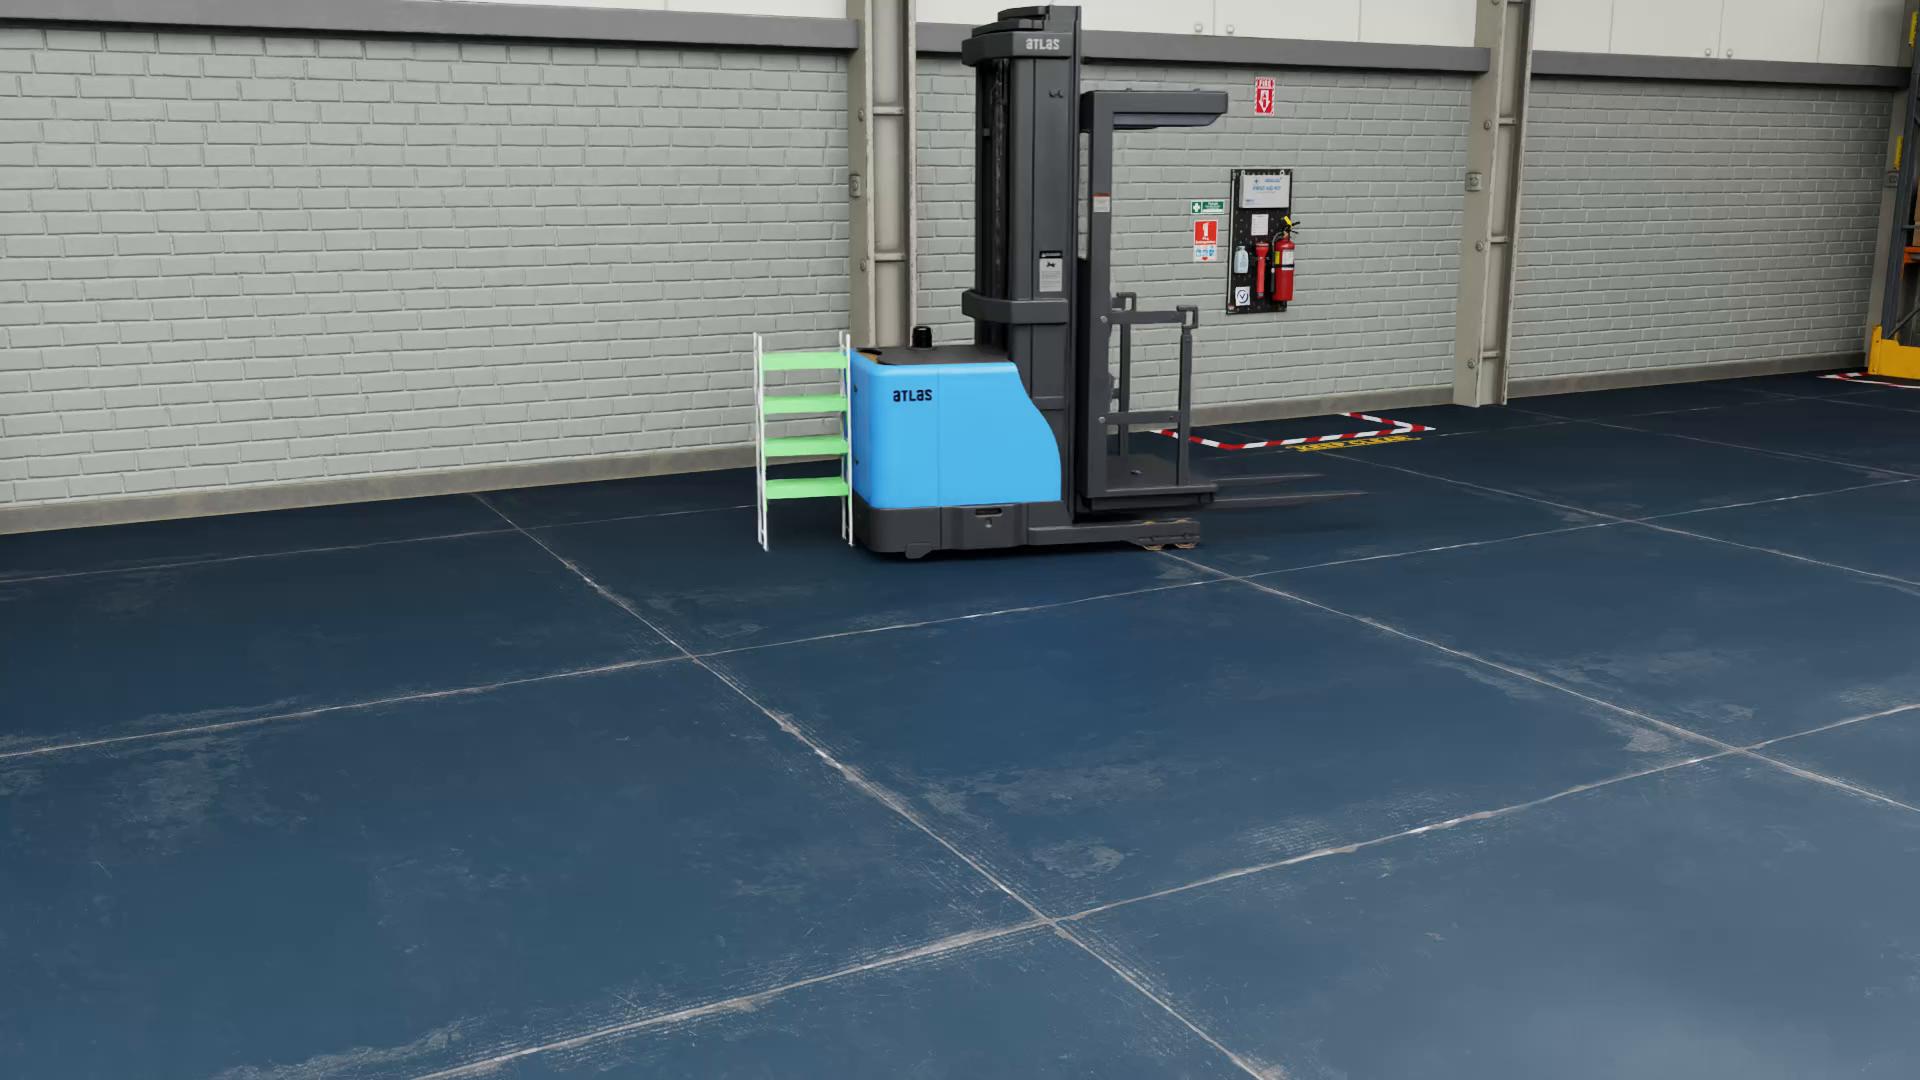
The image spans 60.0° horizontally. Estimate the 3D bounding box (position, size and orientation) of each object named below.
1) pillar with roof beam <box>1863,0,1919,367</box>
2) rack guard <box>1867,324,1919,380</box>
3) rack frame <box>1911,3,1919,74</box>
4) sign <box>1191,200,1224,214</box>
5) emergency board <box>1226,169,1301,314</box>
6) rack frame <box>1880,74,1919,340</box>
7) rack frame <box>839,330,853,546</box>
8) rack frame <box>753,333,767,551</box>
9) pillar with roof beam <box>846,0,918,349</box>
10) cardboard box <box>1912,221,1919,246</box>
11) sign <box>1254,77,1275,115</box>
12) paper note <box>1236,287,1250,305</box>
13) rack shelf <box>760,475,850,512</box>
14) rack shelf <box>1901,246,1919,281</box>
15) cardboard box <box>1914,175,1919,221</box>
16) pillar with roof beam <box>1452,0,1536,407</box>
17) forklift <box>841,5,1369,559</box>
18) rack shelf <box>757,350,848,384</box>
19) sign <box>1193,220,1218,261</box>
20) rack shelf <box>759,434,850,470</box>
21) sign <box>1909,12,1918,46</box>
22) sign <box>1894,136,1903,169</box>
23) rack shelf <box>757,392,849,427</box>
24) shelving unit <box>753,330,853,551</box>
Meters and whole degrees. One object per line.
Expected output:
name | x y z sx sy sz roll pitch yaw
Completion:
pillar with roof beam | 12.043 -5.431 13.247 0.400 9.000 9.100 -7 14 -28
rack guard | 9.847 -1.882 16.835 0.348 0.500 1.175 -7 14 -28
rack frame | 9.780 -6.021 15.866 0.127 3.000 1.000 -7 14 -28
sign | 2.000 -2.687 13.428 0.331 0.109 0.001 -7 14 -28
emergency board | 2.527 -2.450 13.665 0.643 1.169 0.194 -7 14 -28
rack frame | 9.780 -3.094 16.525 0.127 3.000 1.000 -7 14 -28
rack frame | -0.647 -0.575 9.432 0.015 1.200 0.240 -3 13 -14
rack frame | -1.120 -0.549 9.316 0.015 1.200 0.240 -3 13 -14
pillar with roof beam | 1.510 -4.169 7.638 0.400 9.000 9.100 -7 14 -28
cardboard box | 10.098 -3.117 16.923 0.500 0.250 0.500 -7 14 -27
sign | 2.472 -3.600 13.492 0.199 0.298 0.001 -7 14 -28
paper note | 2.338 -2.015 13.738 0.142 0.148 0.016 -7 14 -28
rack shelf | -0.883 -0.266 9.440 0.480 0.148 0.258 -3 13 -14
rack shelf | 11.536 -2.953 17.538 4.000 0.370 1.077 -7 14 -28
cardboard box | 10.092 -3.487 16.859 0.500 0.500 0.500 -7 14 -28
pillar with roof beam | 6.777 -4.800 10.443 0.400 9.000 9.100 -7 14 -28
forklift | 0.870 -1.478 9.500 3.031 2.935 1.130 -3 13 -14
rack shelf | -0.883 -0.968 9.282 0.480 0.148 0.258 -3 13 -14
sign | 1.992 -2.429 13.491 0.234 0.329 0.001 -7 14 -28
rack shelf | -0.883 -0.500 9.388 0.480 0.148 0.258 -3 13 -14
sign | 9.532 -5.098 16.583 0.005 0.325 0.100 -7 14 -28
sign | 9.532 -3.922 16.847 0.005 0.325 0.100 -7 14 -28
rack shelf | -0.883 -0.734 9.335 0.480 0.148 0.258 -3 13 -14
shelving unit | -0.883 -0.562 9.374 0.503 1.200 0.258 -3 13 -14
